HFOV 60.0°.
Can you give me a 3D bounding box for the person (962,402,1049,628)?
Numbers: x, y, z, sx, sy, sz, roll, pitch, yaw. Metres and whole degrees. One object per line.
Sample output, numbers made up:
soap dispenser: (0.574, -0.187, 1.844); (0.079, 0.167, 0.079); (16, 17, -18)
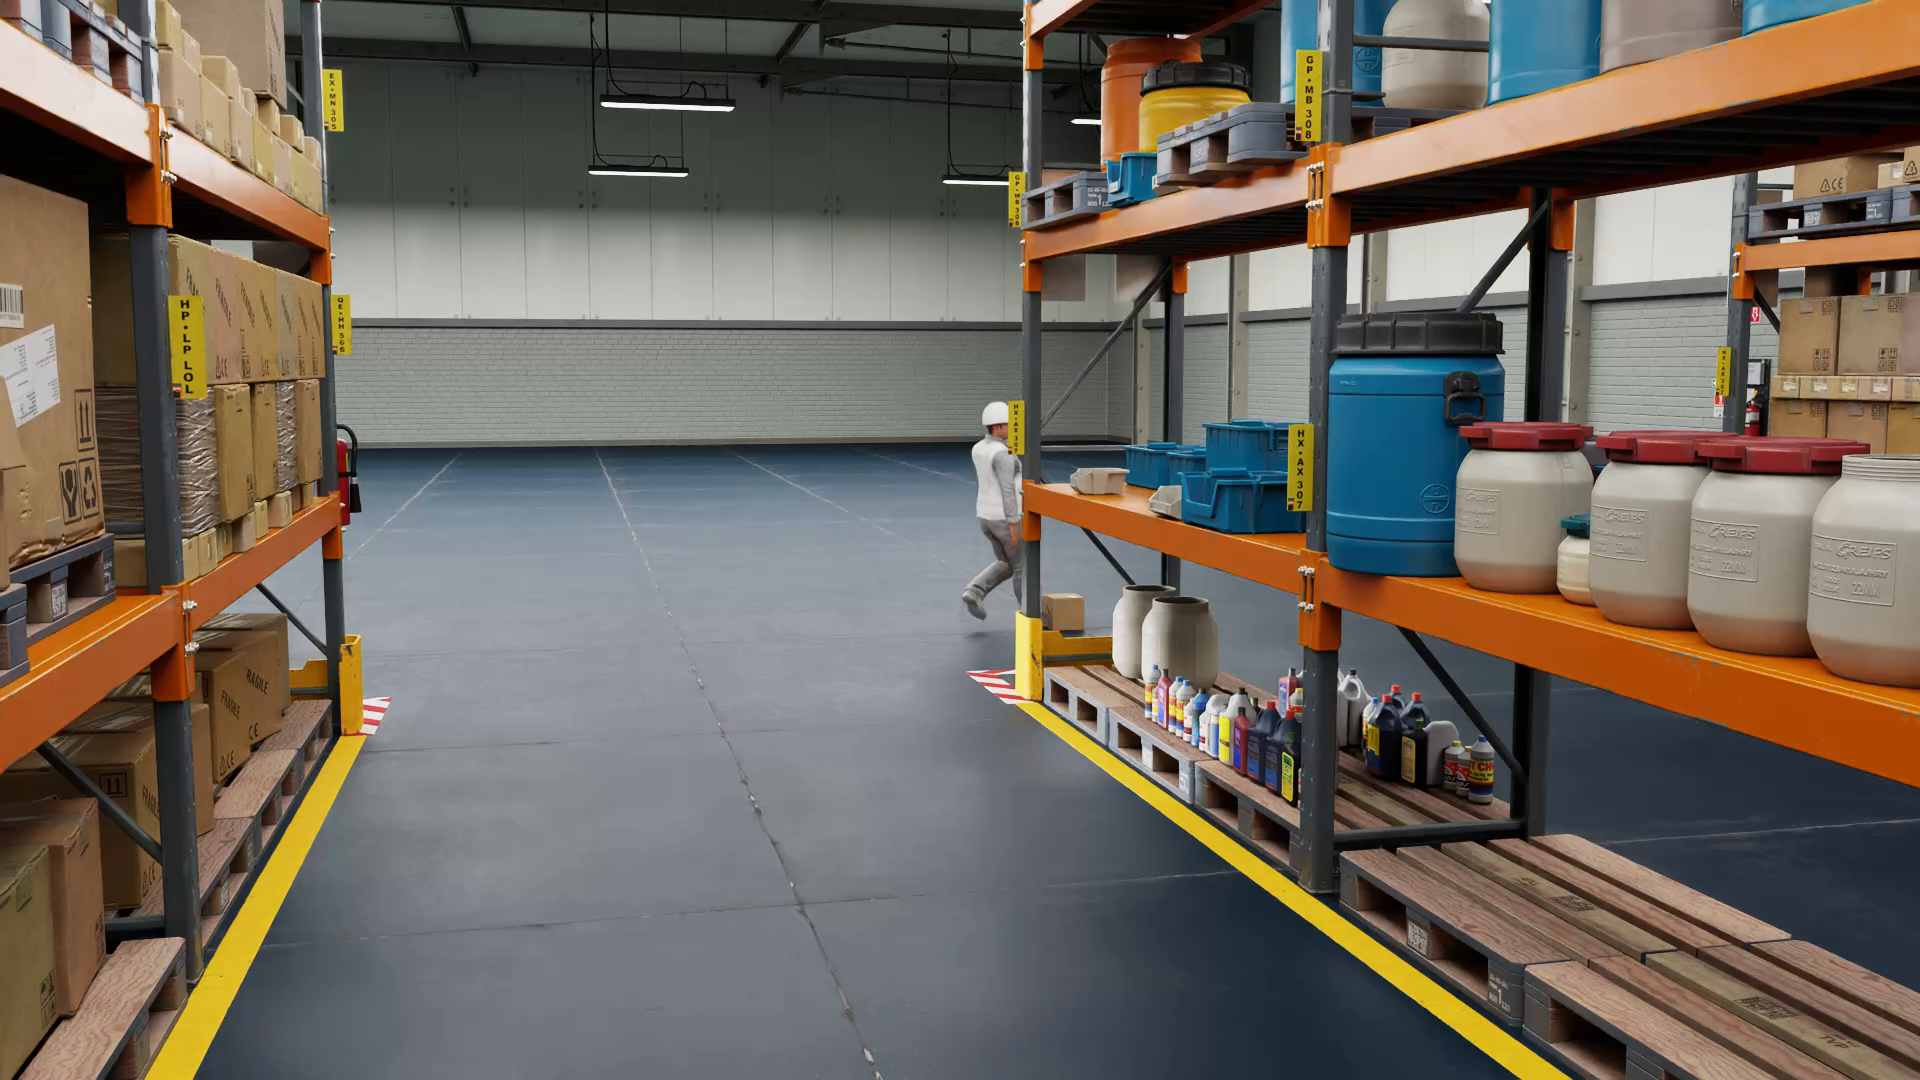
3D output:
person: (0.402, -0.181, 12.645); (0.809, 1.739, 0.604); (-3, 7, -25)
